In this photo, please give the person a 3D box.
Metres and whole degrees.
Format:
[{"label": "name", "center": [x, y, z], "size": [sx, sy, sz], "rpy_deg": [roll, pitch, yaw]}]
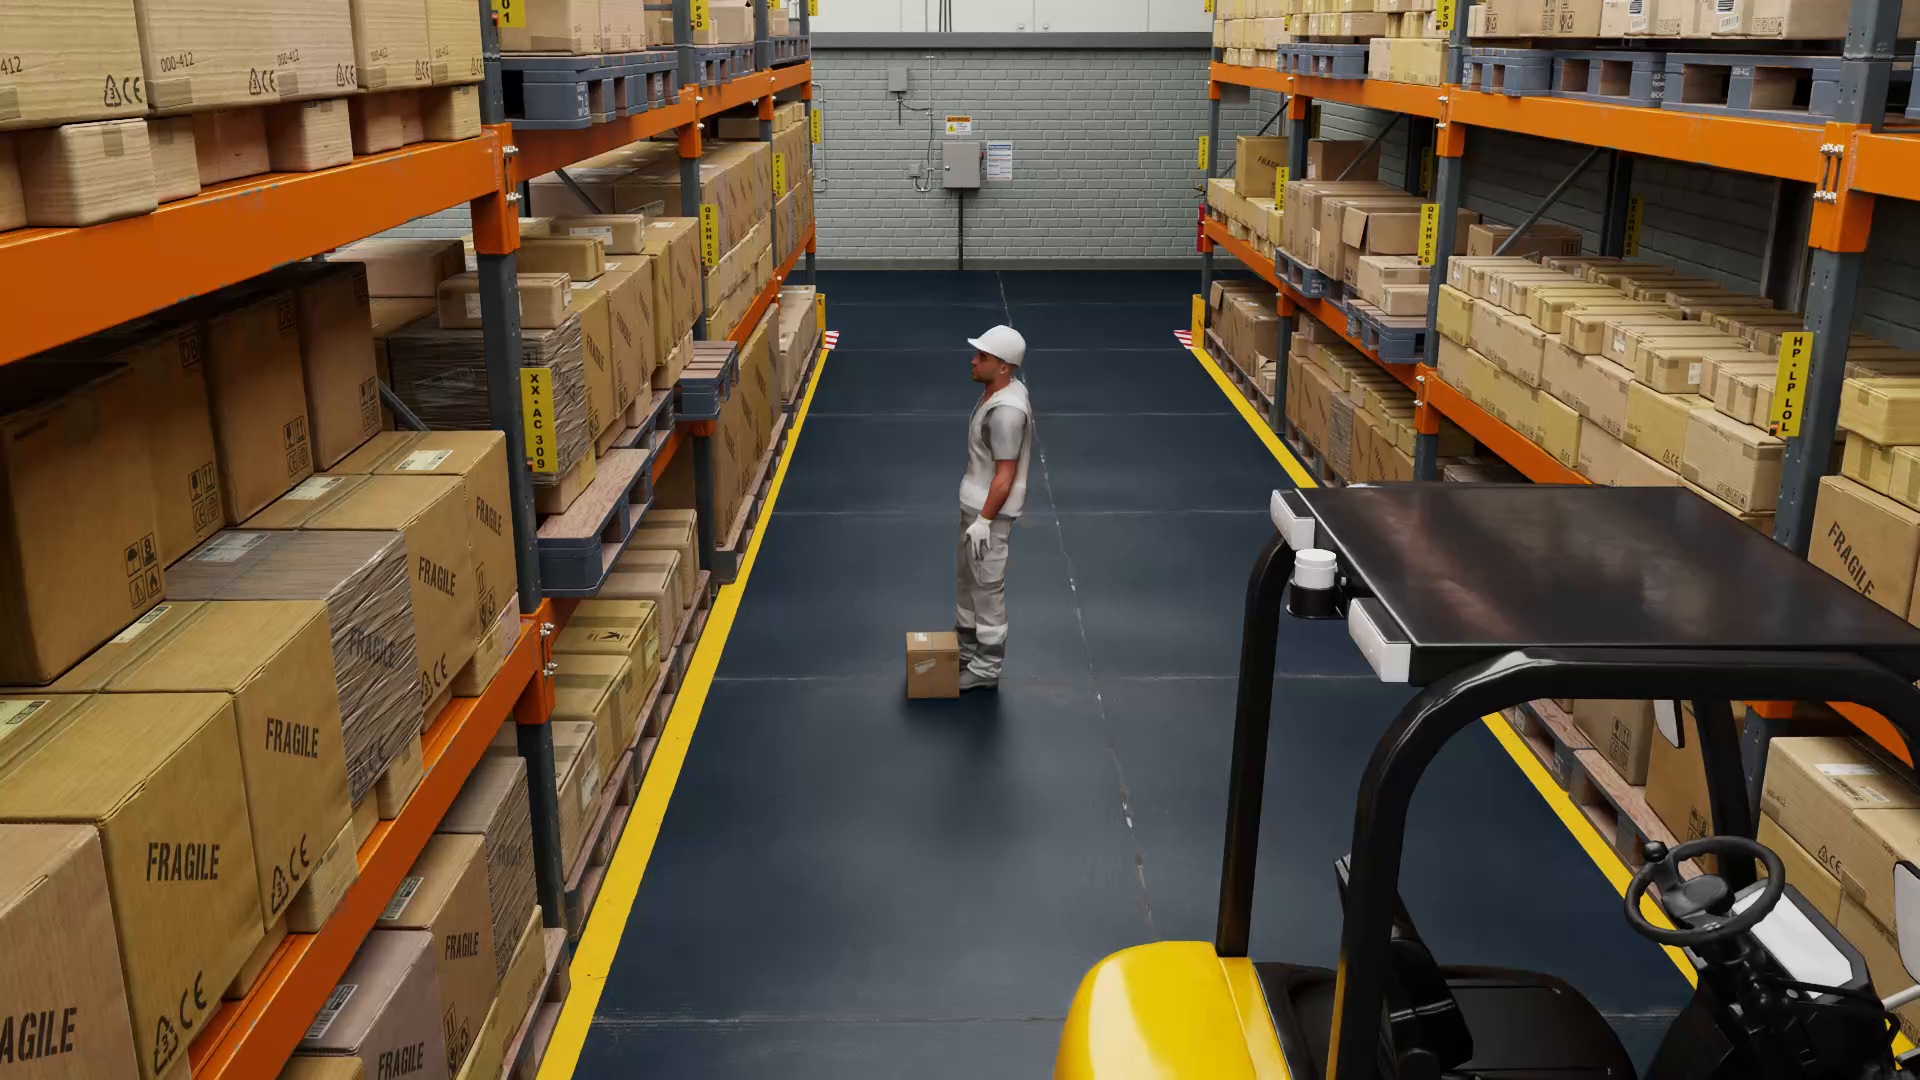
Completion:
[{"label": "person", "center": [0.057, -0.144, 7.943], "size": [0.565, 1.787, 0.637], "rpy_deg": [0, 17, -1]}]
